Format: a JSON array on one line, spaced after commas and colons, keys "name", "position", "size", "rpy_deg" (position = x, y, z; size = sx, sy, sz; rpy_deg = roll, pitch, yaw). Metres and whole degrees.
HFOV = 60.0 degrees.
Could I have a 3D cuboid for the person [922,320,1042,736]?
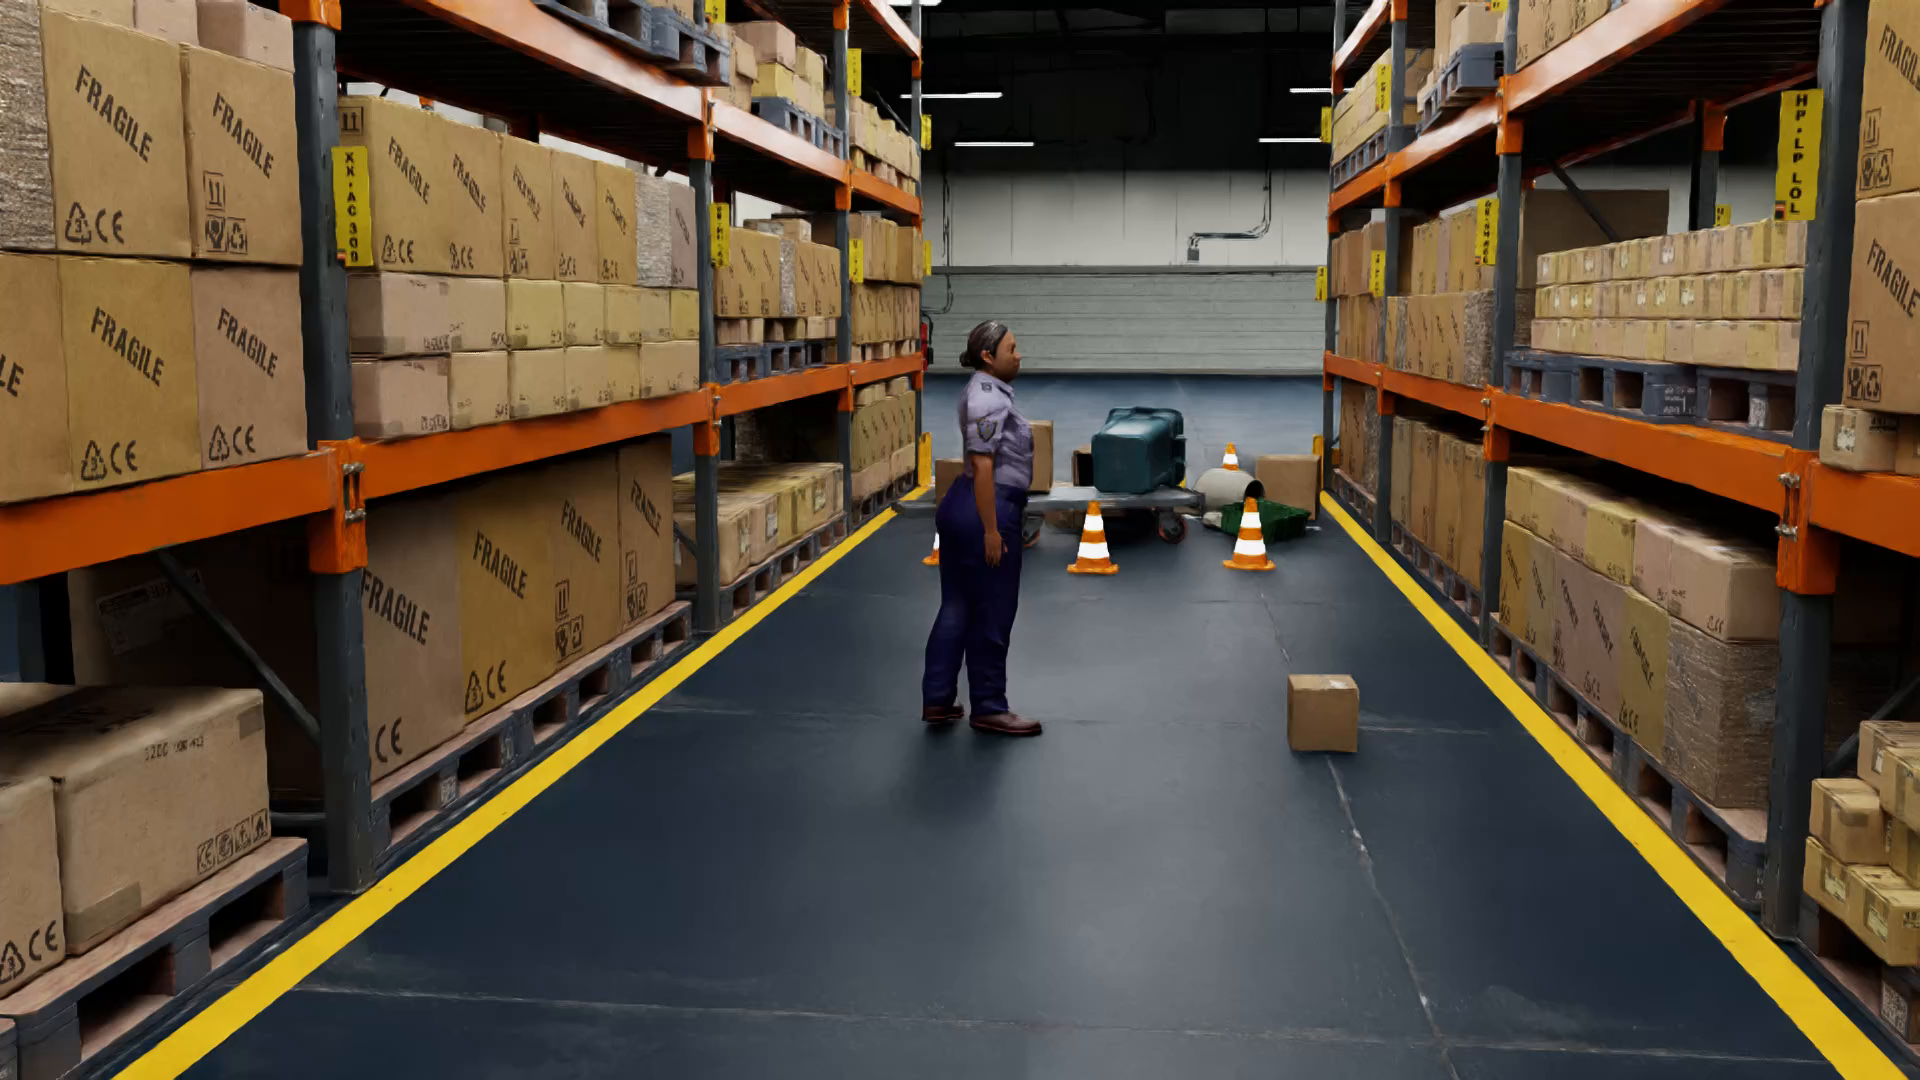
[{"name": "person", "position": [0.065, -0.051, 6.703], "size": [0.467, 1.654, 0.480], "rpy_deg": [-2, 8, -15]}]
